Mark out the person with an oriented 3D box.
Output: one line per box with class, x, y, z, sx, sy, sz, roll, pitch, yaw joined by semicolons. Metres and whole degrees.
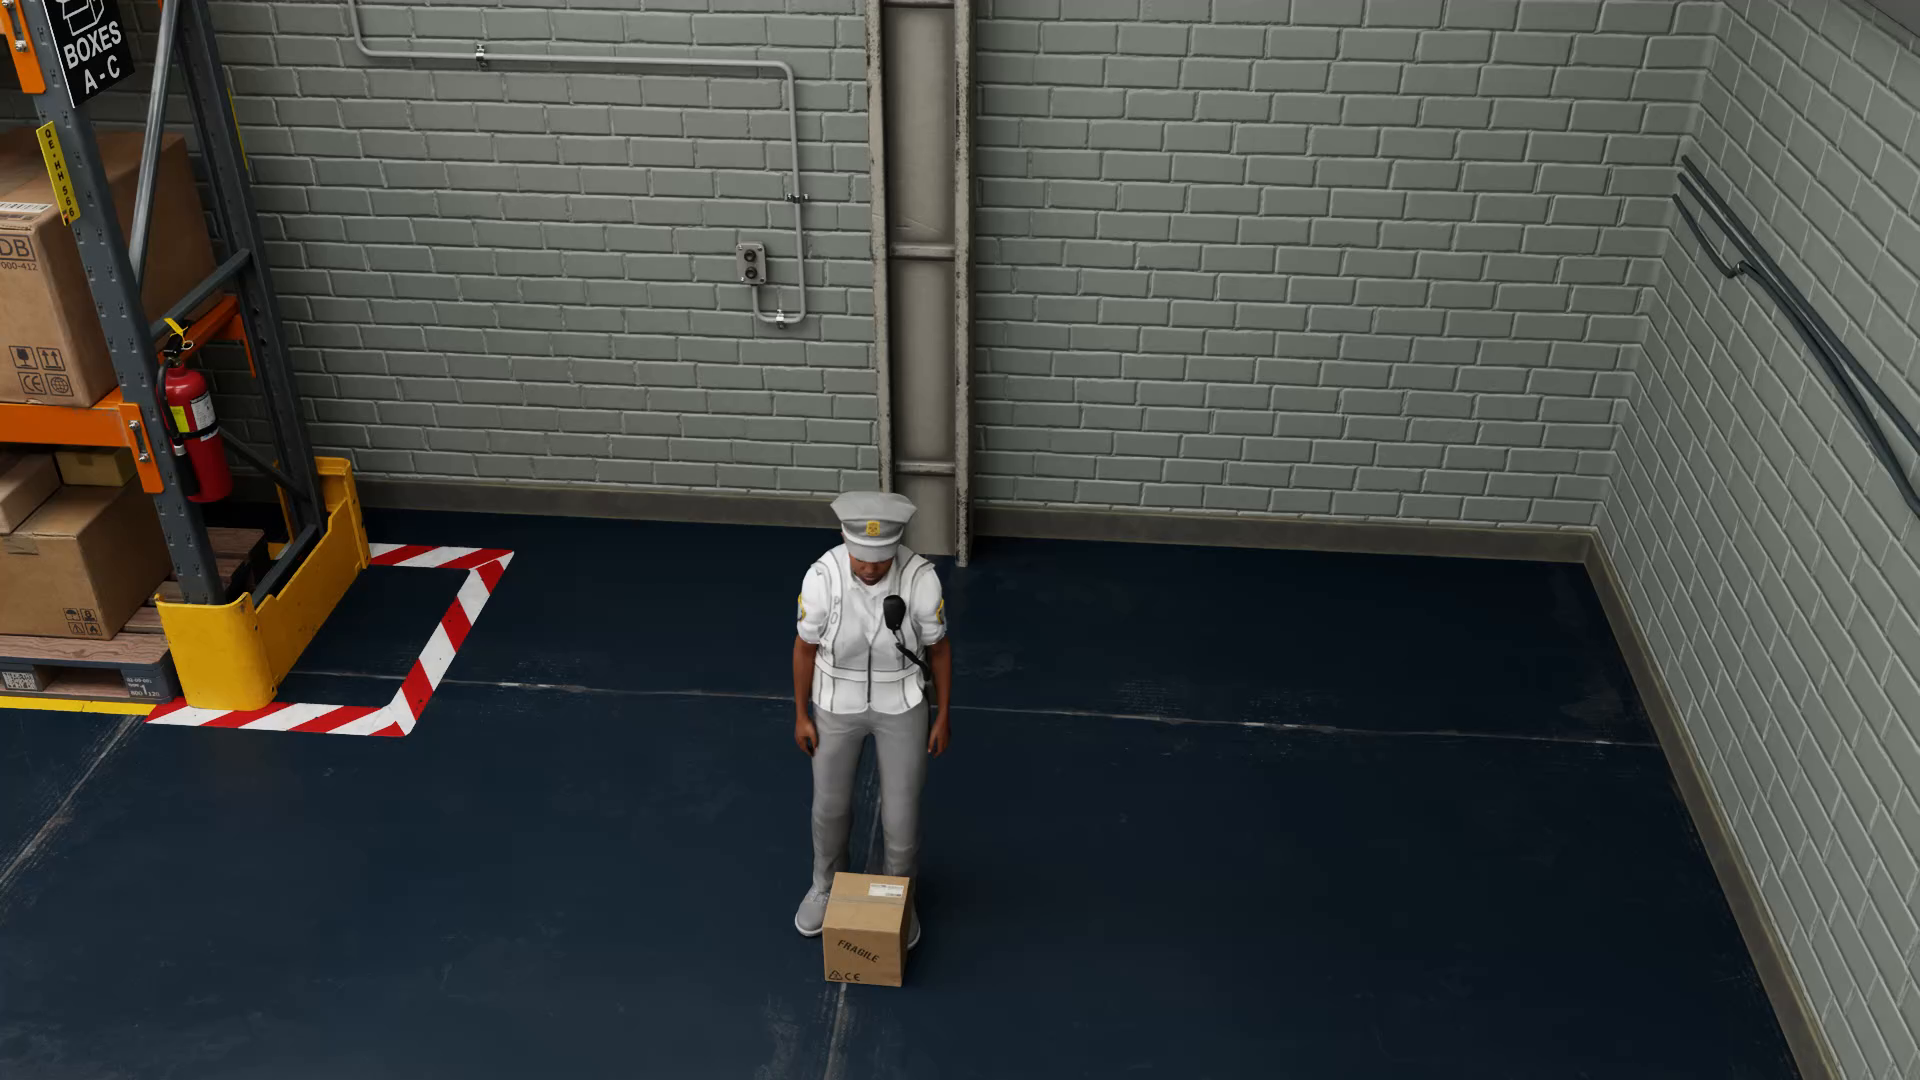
person;-0.289;0.557;5.248;0.532;1.662;0.425;1;32;1
